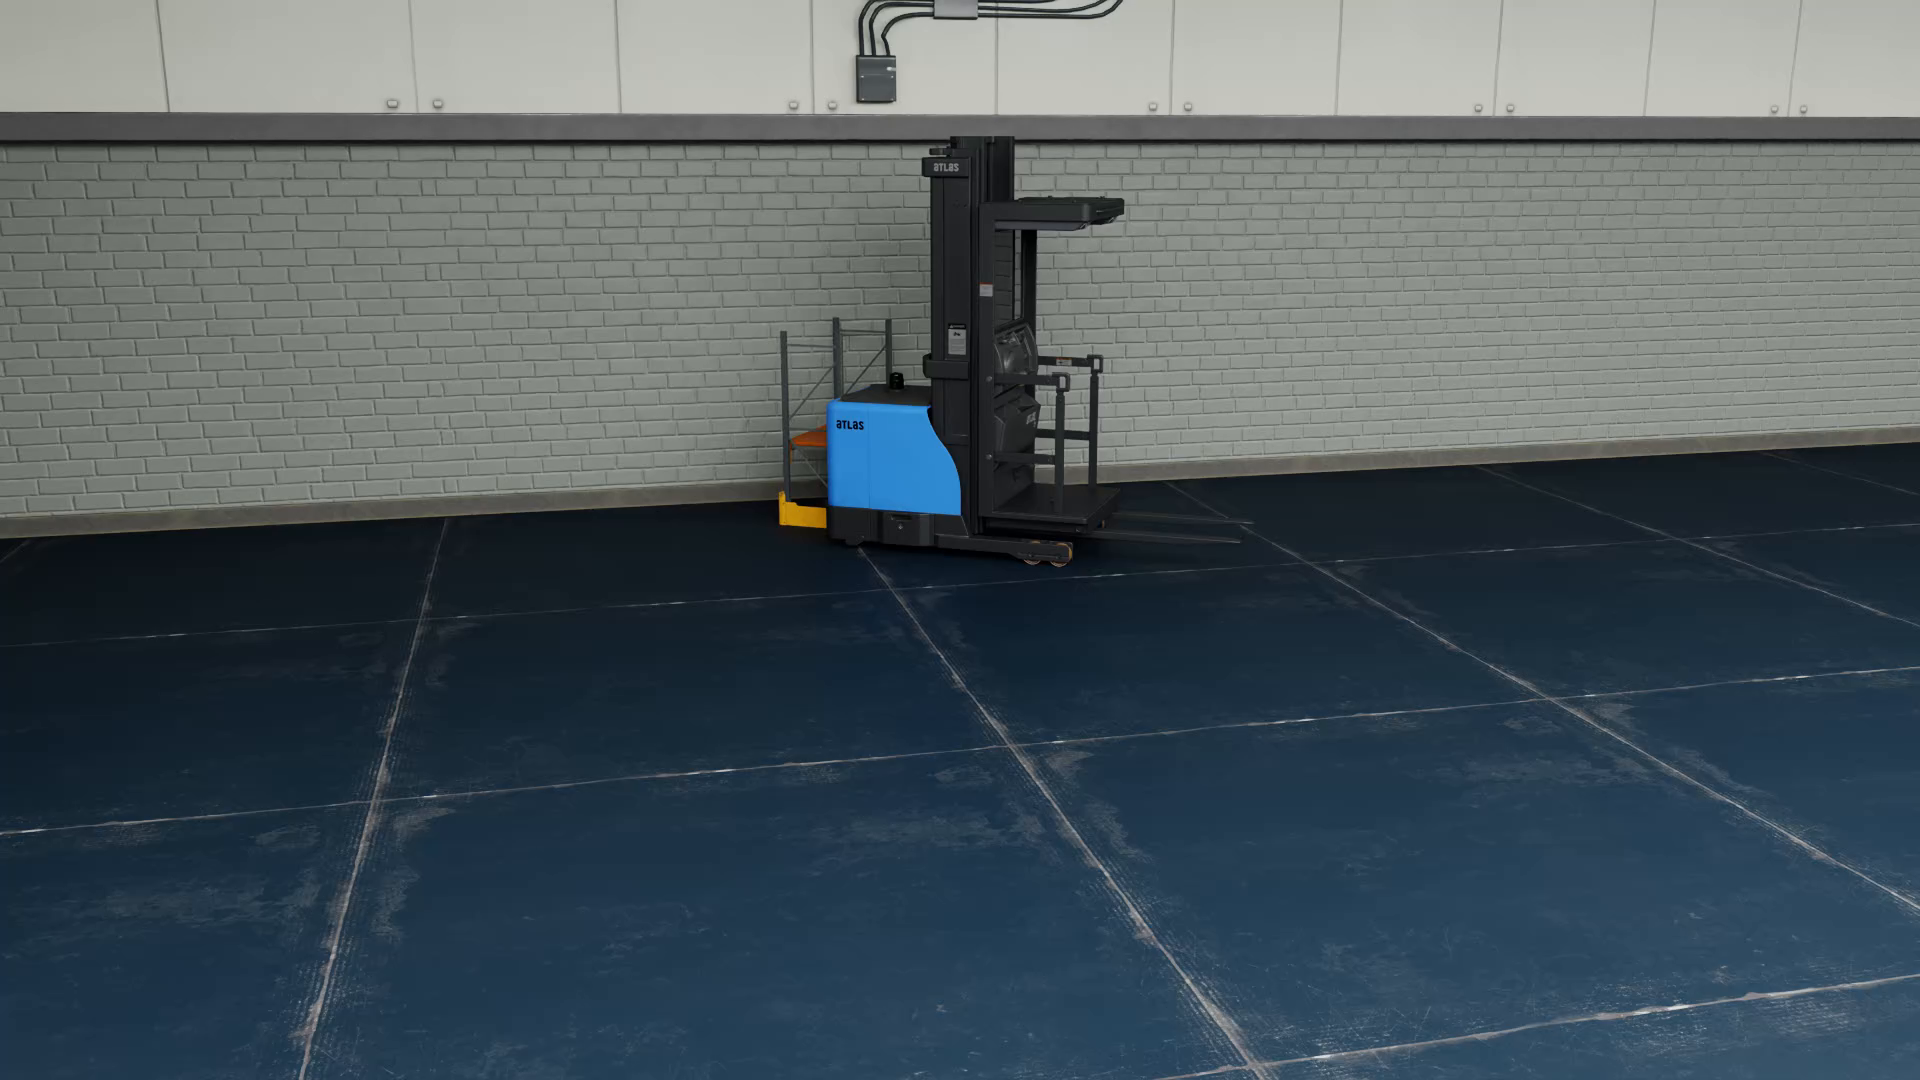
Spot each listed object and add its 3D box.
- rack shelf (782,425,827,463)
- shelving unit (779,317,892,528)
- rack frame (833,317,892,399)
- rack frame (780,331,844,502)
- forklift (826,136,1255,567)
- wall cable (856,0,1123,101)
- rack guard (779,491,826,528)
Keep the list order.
[{"bbox_3d":[-0.955,-0.774,13.195,0.538,0.185,1.000,5,14,18],"label":"rack shelf"},{"bbox_3d":[-0.958,-0.947,13.144,0.587,1.500,1.083,5,14,18],"label":"shelving unit"},{"bbox_3d":[-0.792,-1.063,13.620,0.500,1.500,0.032,5,14,18],"label":"rack frame"},{"bbox_3d":[-1.118,-0.835,12.684,0.500,1.500,0.032,5,14,18],"label":"rack frame"},{"bbox_3d":[0.591,-1.378,11.890,3.031,2.935,1.130,4,14,18],"label":"forklift"},{"bbox_3d":[0.312,-6.454,12.716,2.305,6.003,0.169,-3,14,-13],"label":"wall cable"},{"bbox_3d":[-1.118,-0.228,12.834,0.587,0.250,0.087,5,14,18],"label":"rack guard"}]
